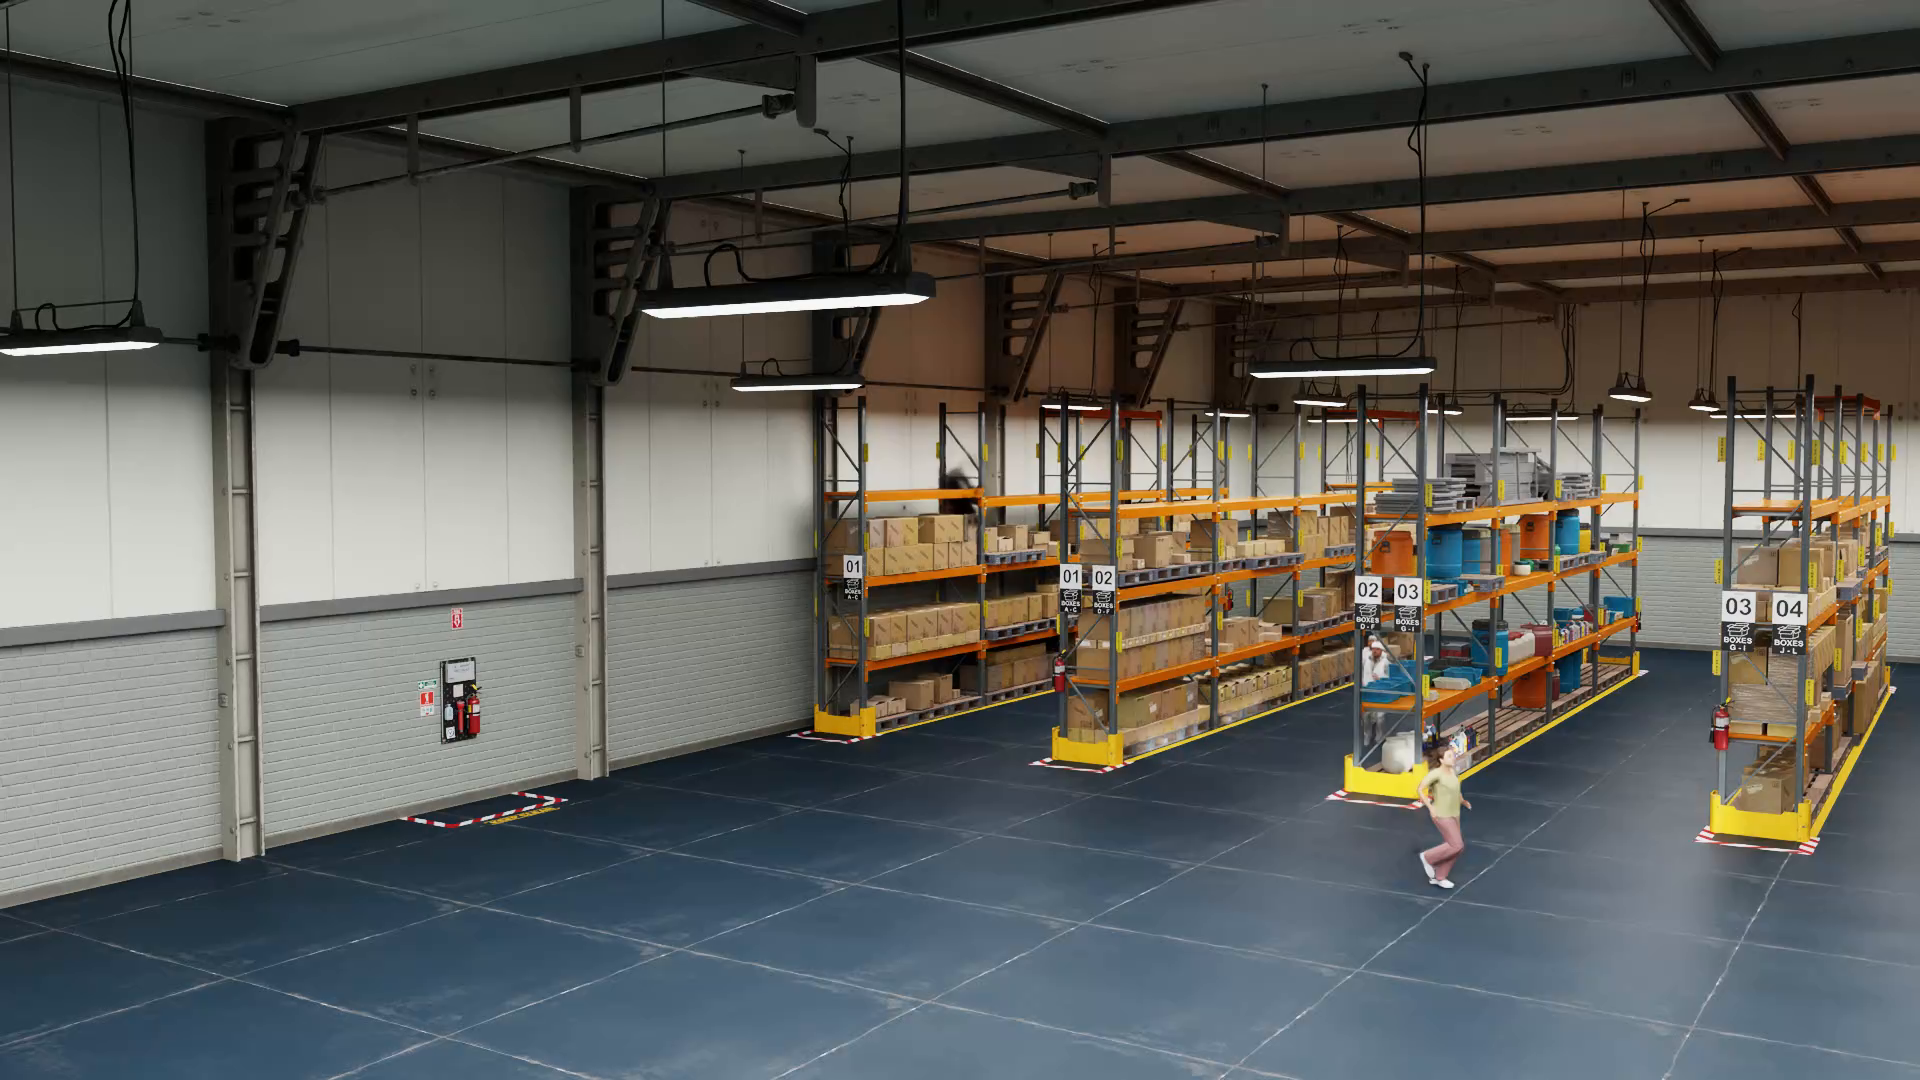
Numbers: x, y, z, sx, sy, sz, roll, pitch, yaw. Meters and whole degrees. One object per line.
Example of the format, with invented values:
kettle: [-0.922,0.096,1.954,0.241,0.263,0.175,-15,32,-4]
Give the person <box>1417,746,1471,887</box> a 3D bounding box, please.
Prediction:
person: [5.597,3.192,19.115,0.575,1.608,0.540,-2,4,-39]

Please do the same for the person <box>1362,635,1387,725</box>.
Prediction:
person: [7.547,2.576,30.529,0.577,1.679,0.682,1,3,21]

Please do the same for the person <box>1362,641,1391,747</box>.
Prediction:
person: [7.092,2.626,28.430,0.638,1.815,0.699,1,3,24]
